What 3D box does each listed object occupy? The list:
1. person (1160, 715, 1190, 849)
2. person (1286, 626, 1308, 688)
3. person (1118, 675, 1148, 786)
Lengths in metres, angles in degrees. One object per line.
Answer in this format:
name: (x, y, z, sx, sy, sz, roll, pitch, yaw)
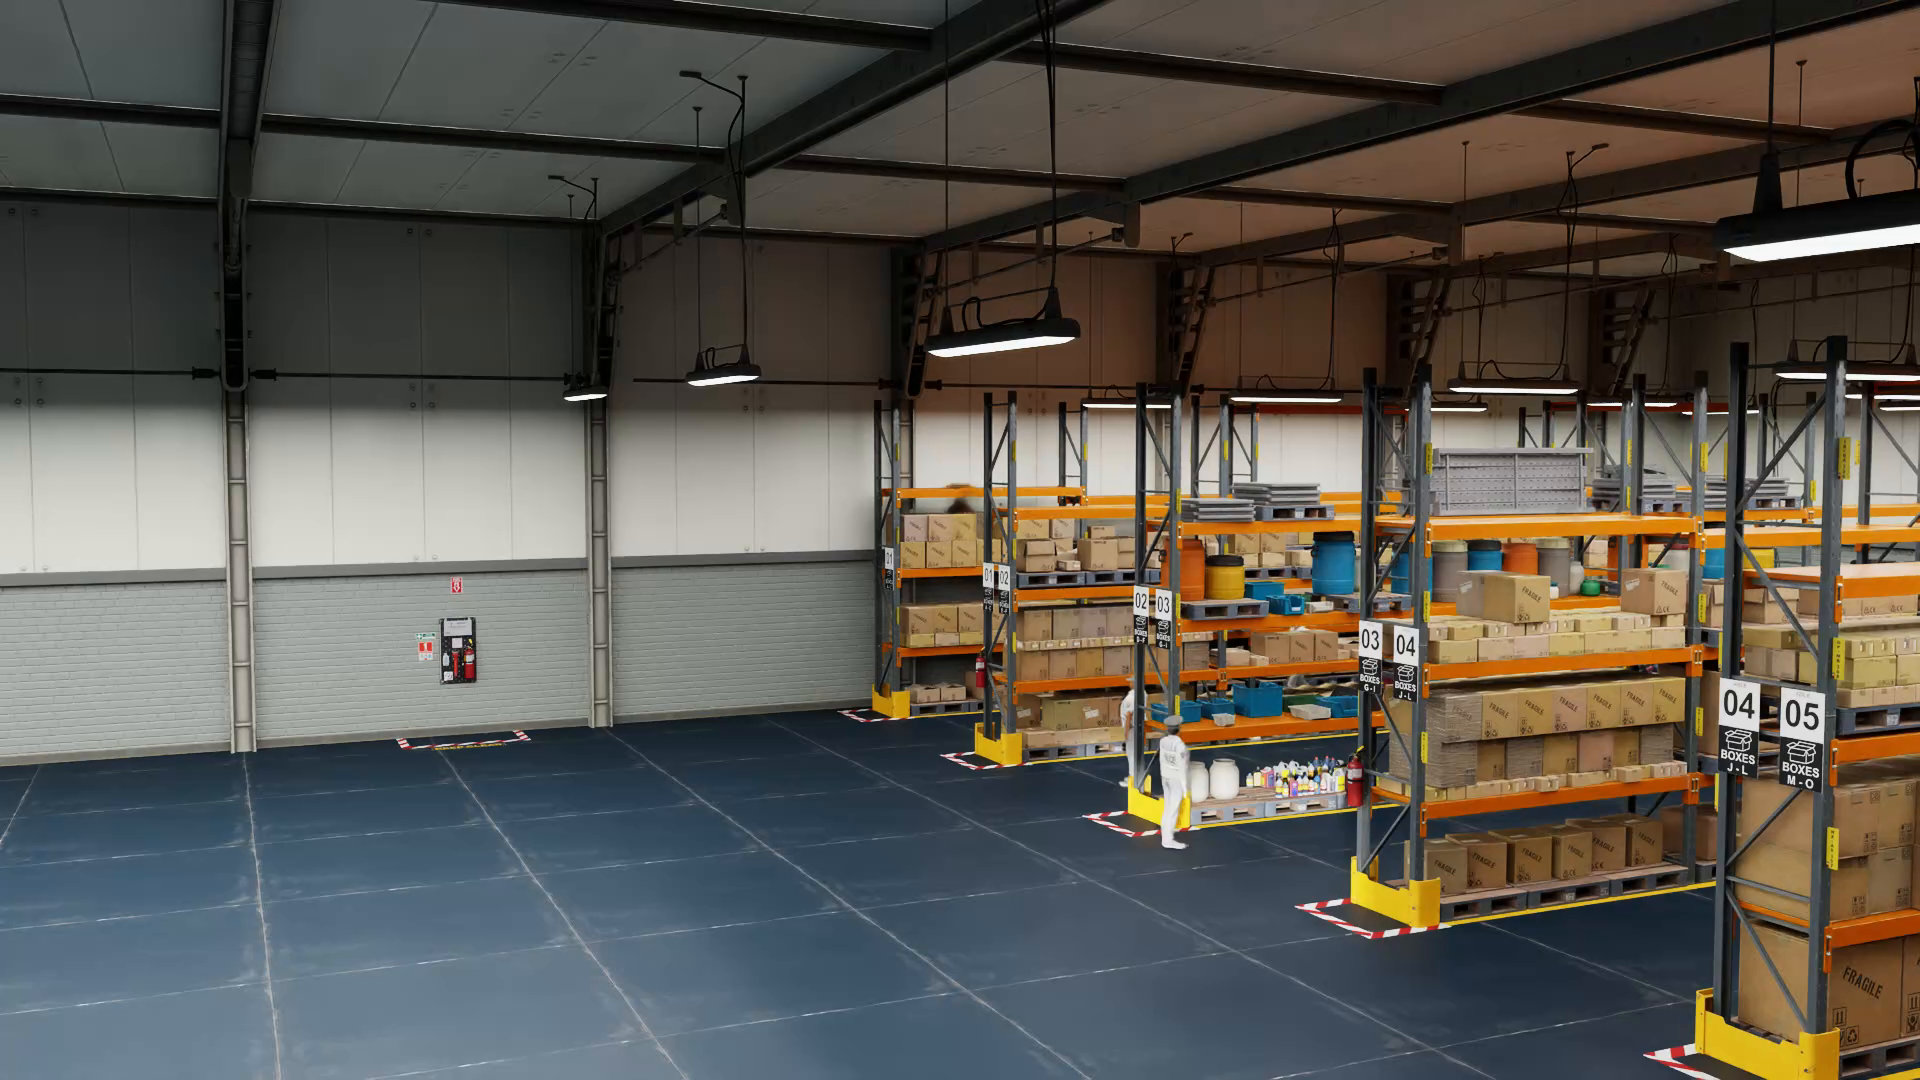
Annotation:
person: (2.740, 3.083, 21.234, 0.344, 1.696, 0.503, -1, 4, -23)
person: (6.699, 2.351, 33.264, 1.097, 1.725, 0.681, -2, 4, -33)
person: (2.627, 2.862, 25.199, 0.424, 1.672, 0.513, 1, 4, 22)
